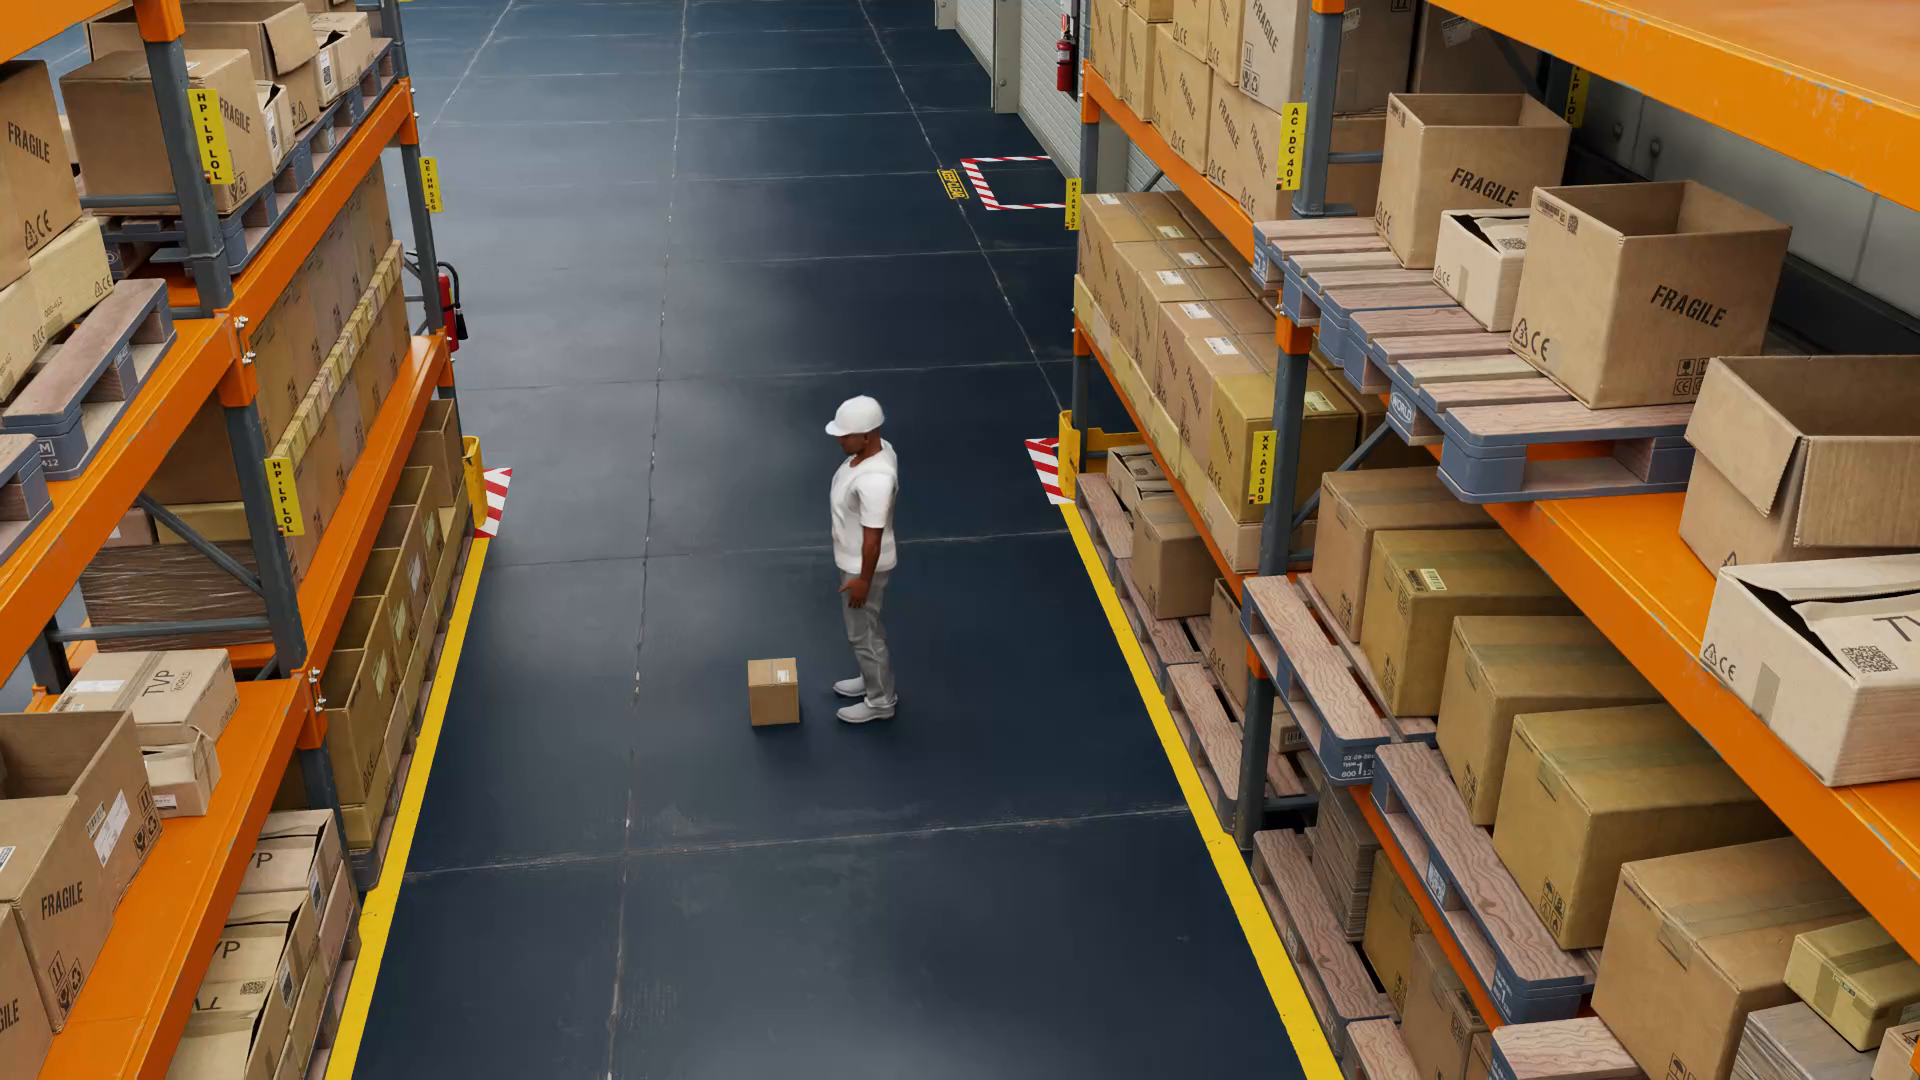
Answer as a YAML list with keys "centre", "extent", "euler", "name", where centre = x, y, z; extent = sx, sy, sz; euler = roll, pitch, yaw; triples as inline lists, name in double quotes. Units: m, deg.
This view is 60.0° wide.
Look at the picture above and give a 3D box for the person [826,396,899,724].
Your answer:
- centre: [-0.480, 0.095, 8.406]
  extent: [0.362, 1.762, 0.566]
  euler: [-3, 27, -6]
  name: "person"
